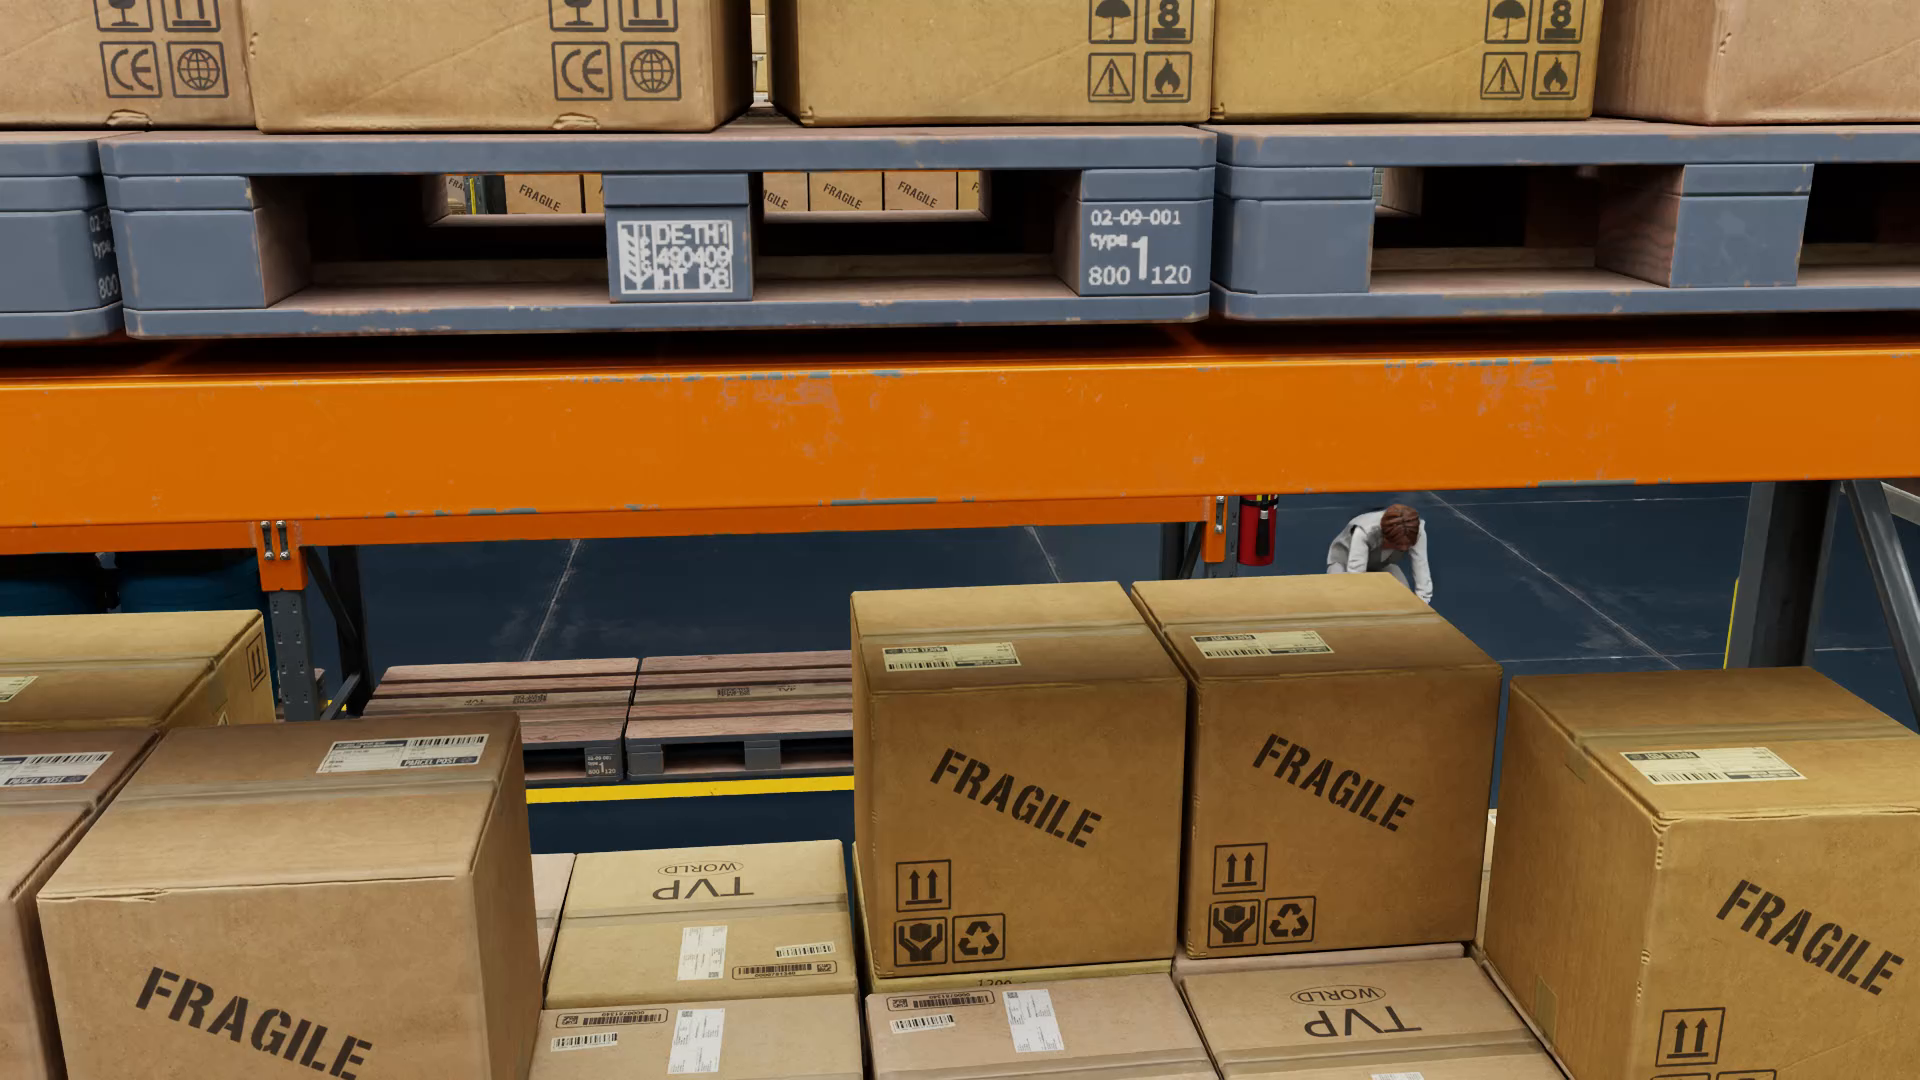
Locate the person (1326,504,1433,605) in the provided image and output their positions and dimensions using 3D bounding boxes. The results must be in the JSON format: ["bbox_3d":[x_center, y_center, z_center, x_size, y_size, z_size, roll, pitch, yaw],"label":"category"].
[{"bbox_3d":[2.119,0.234,8.449,0.456,0.986,0.763,0,17,0],"label":"person"}]
